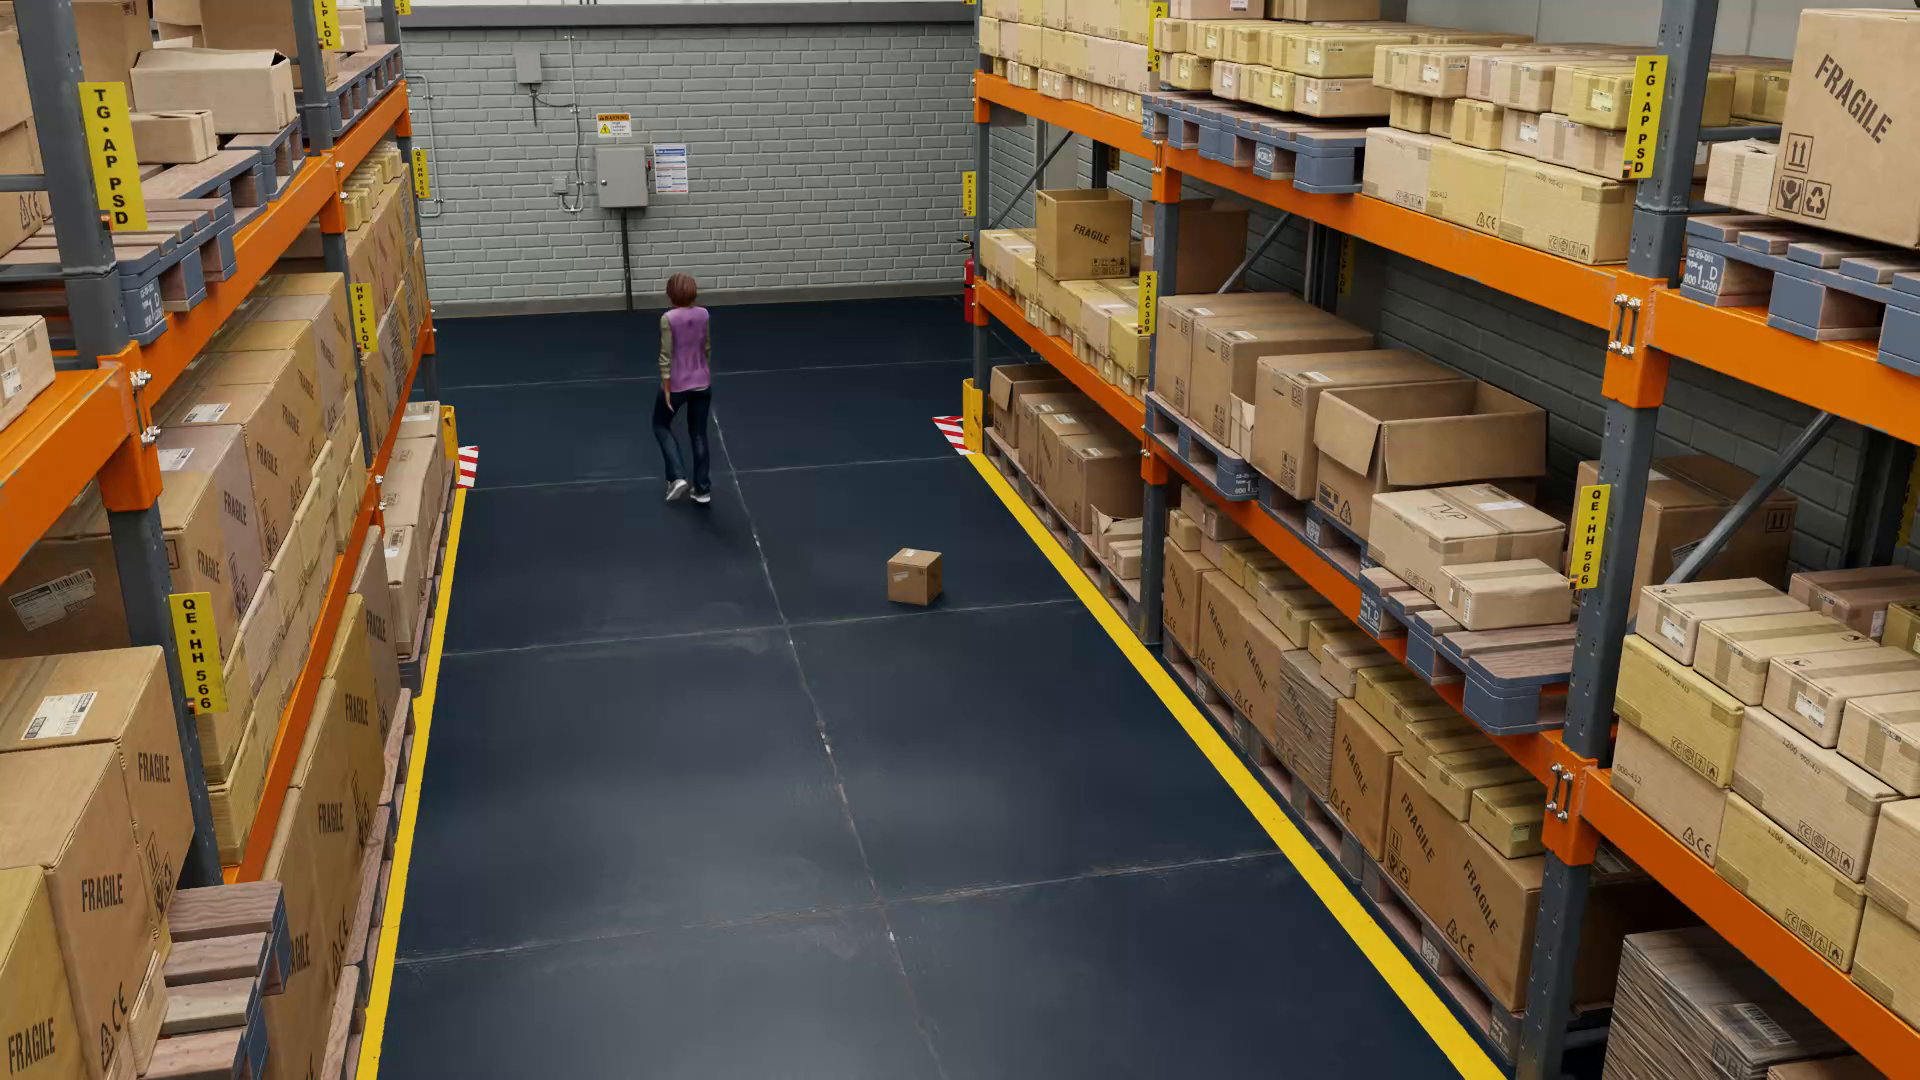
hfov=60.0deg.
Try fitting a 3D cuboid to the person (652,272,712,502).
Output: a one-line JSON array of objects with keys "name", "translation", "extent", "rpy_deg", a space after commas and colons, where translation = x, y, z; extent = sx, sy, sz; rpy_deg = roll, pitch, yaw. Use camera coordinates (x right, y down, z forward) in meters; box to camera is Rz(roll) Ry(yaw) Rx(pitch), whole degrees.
[{"name": "person", "translation": [-1.880, -1.028, 11.394], "extent": [0.430, 1.626, 0.451], "rpy_deg": [-13, 24, -32]}]
